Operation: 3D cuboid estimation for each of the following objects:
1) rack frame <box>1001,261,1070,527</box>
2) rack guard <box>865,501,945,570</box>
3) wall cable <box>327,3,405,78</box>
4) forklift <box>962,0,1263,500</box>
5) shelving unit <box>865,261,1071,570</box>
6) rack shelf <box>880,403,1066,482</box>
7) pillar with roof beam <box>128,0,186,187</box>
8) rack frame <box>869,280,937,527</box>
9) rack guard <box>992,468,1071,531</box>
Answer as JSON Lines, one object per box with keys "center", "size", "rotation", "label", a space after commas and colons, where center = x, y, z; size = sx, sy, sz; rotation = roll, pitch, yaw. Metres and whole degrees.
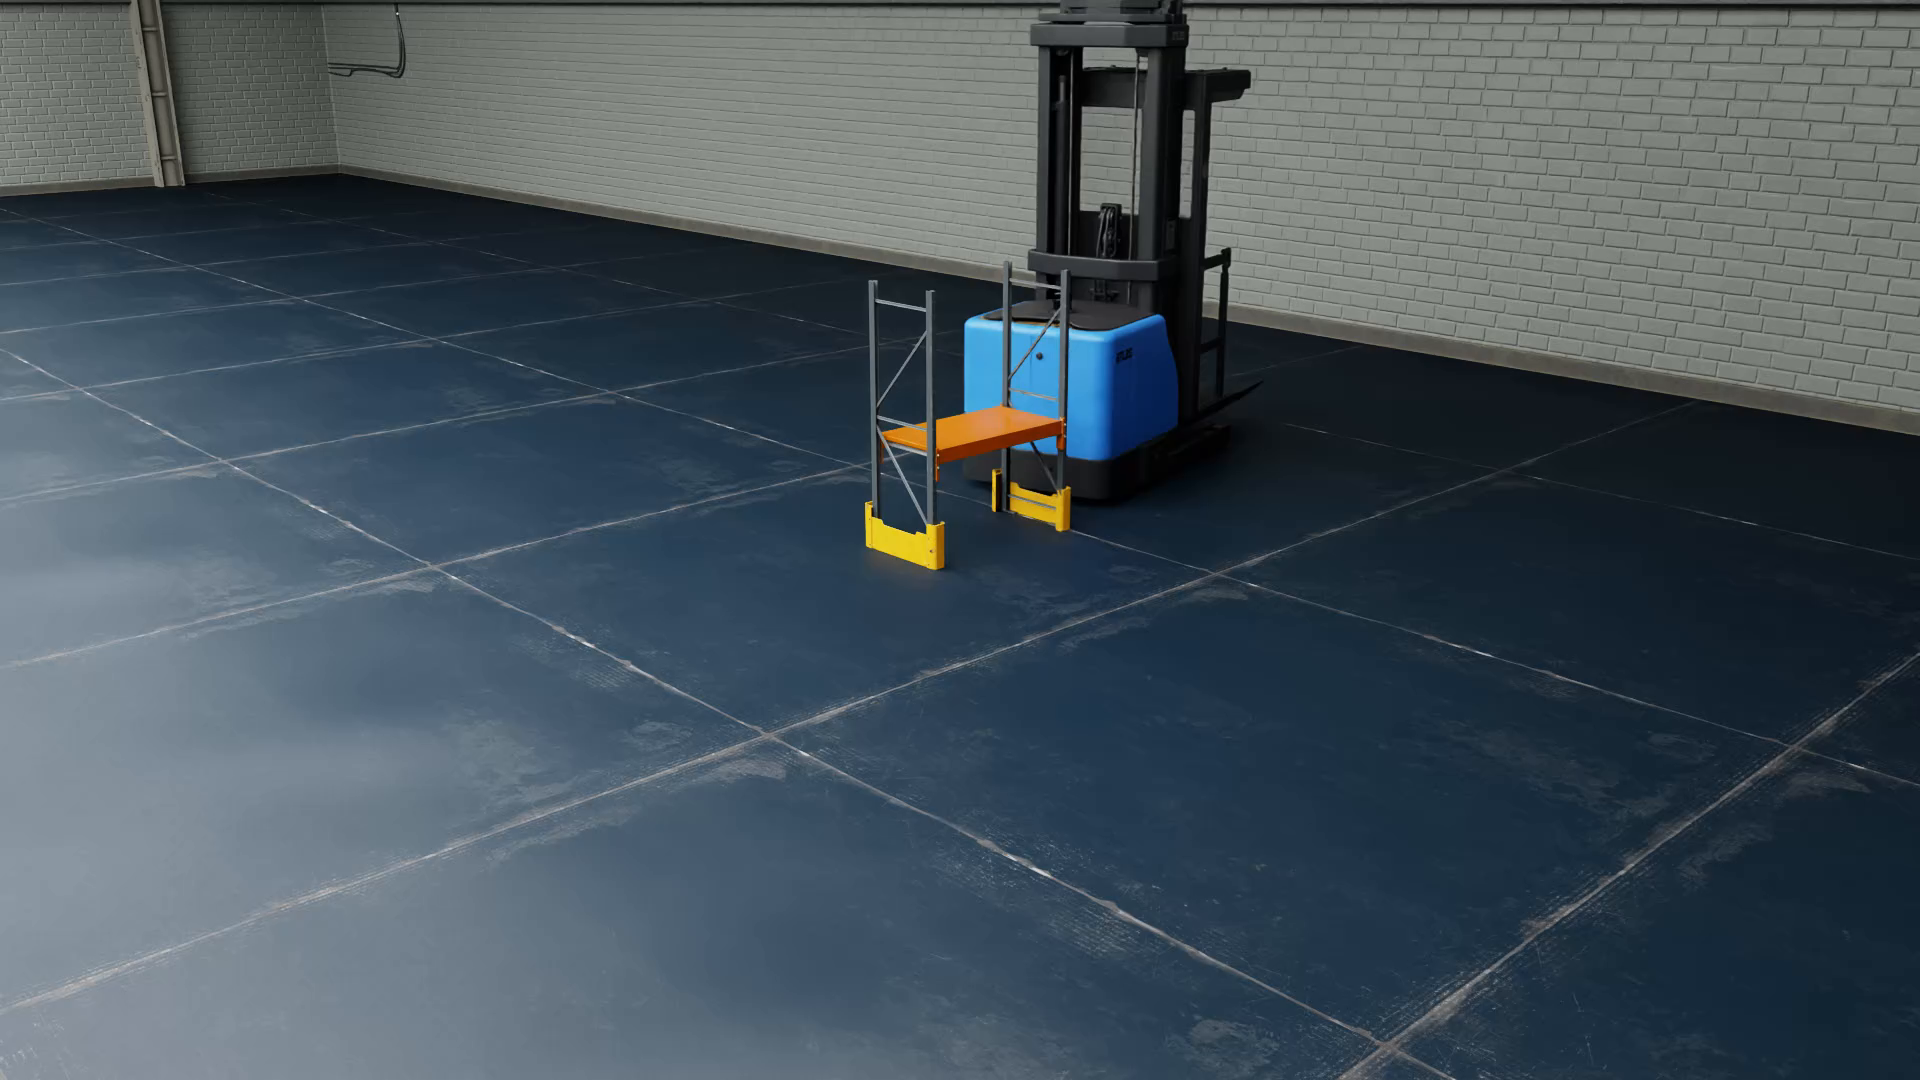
{"center": [0.431, -0.839, 9.641], "size": [0.032, 1.500, 0.500], "rotation": [-16, 24, -41], "label": "rack frame"}
{"center": [-0.306, -0.030, 9.171], "size": [0.087, 0.250, 0.587], "rotation": [-16, 24, -41], "label": "rack guard"}
{"center": [-10.106, -9.036, 27.797], "size": [0.112, 2.526, 3.097], "rotation": [-16, 24, -41], "label": "wall cable"}
{"center": [1.206, -2.039, 11.022], "size": [1.130, 2.935, 3.031], "rotation": [11, 21, 30], "label": "forklift"}
{"center": [0.055, -0.730, 9.303], "size": [1.083, 1.500, 0.587], "rotation": [-16, 24, -41], "label": "shelving unit"}
{"center": [0.062, -0.560, 9.365], "size": [1.000, 0.185, 0.538], "rotation": [-16, 24, -41], "label": "rack shelf"}
{"center": [-10.198, -9.220, 23.331], "size": [0.400, 9.000, 9.100], "rotation": [-16, 24, -41], "label": "pillar with roof beam"}
{"center": [-0.307, -0.624, 8.977], "size": [0.032, 1.500, 0.500], "rotation": [-16, 24, -41], "label": "rack frame"}
{"center": [0.417, -0.241, 9.821], "size": [0.087, 0.250, 0.587], "rotation": [-16, 24, -41], "label": "rack guard"}
